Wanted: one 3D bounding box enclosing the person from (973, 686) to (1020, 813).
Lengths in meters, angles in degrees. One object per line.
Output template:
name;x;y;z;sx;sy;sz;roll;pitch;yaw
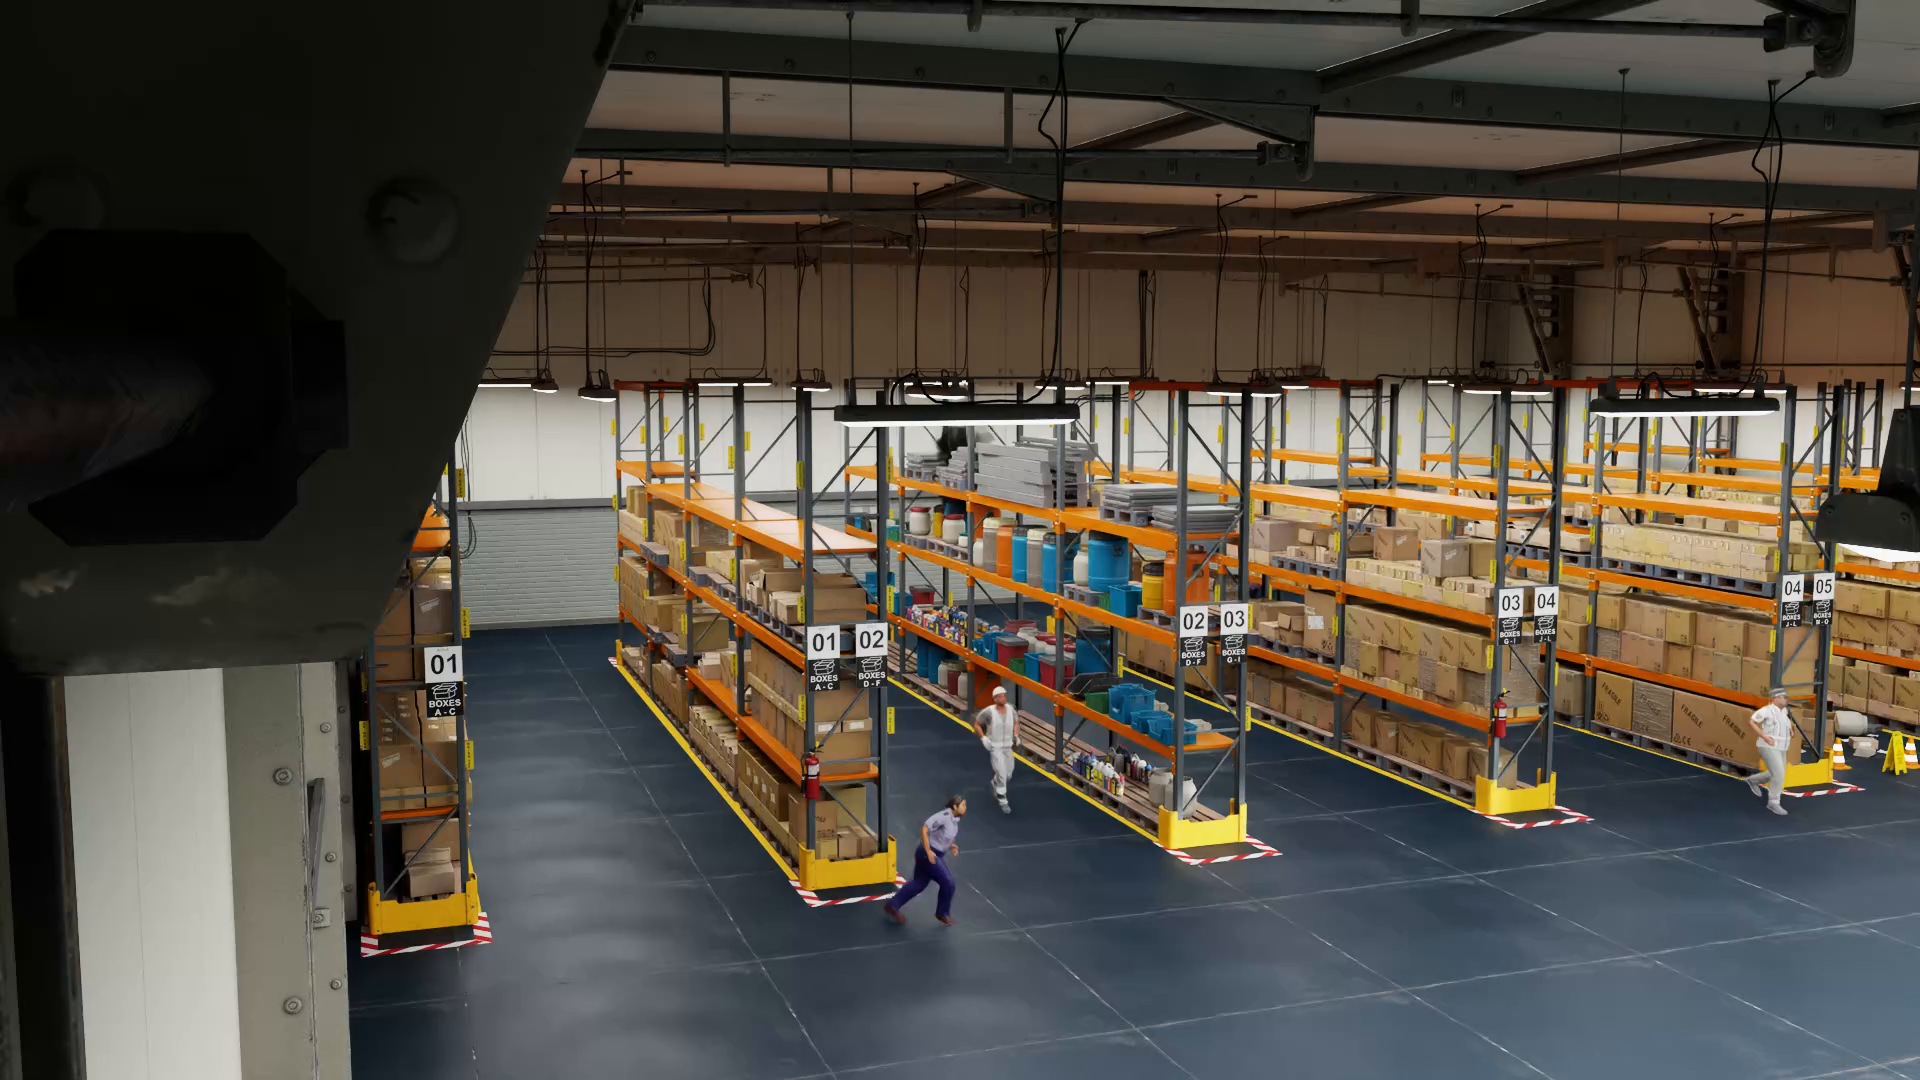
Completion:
person;0.539;2.954;23.719;0.672;1.771;0.755;-3;7;-26

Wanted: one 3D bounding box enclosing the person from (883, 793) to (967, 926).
person;-0.392;3.618;18.845;0.952;1.560;0.619;1;6;14

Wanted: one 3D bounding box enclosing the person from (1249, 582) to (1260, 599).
person;7.329;1.193;41.436;0.755;1.565;0.629;1;6;7

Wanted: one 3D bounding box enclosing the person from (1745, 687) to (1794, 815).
person;11.673;2.975;23.862;0.691;1.756;0.867;-4;7;-32
